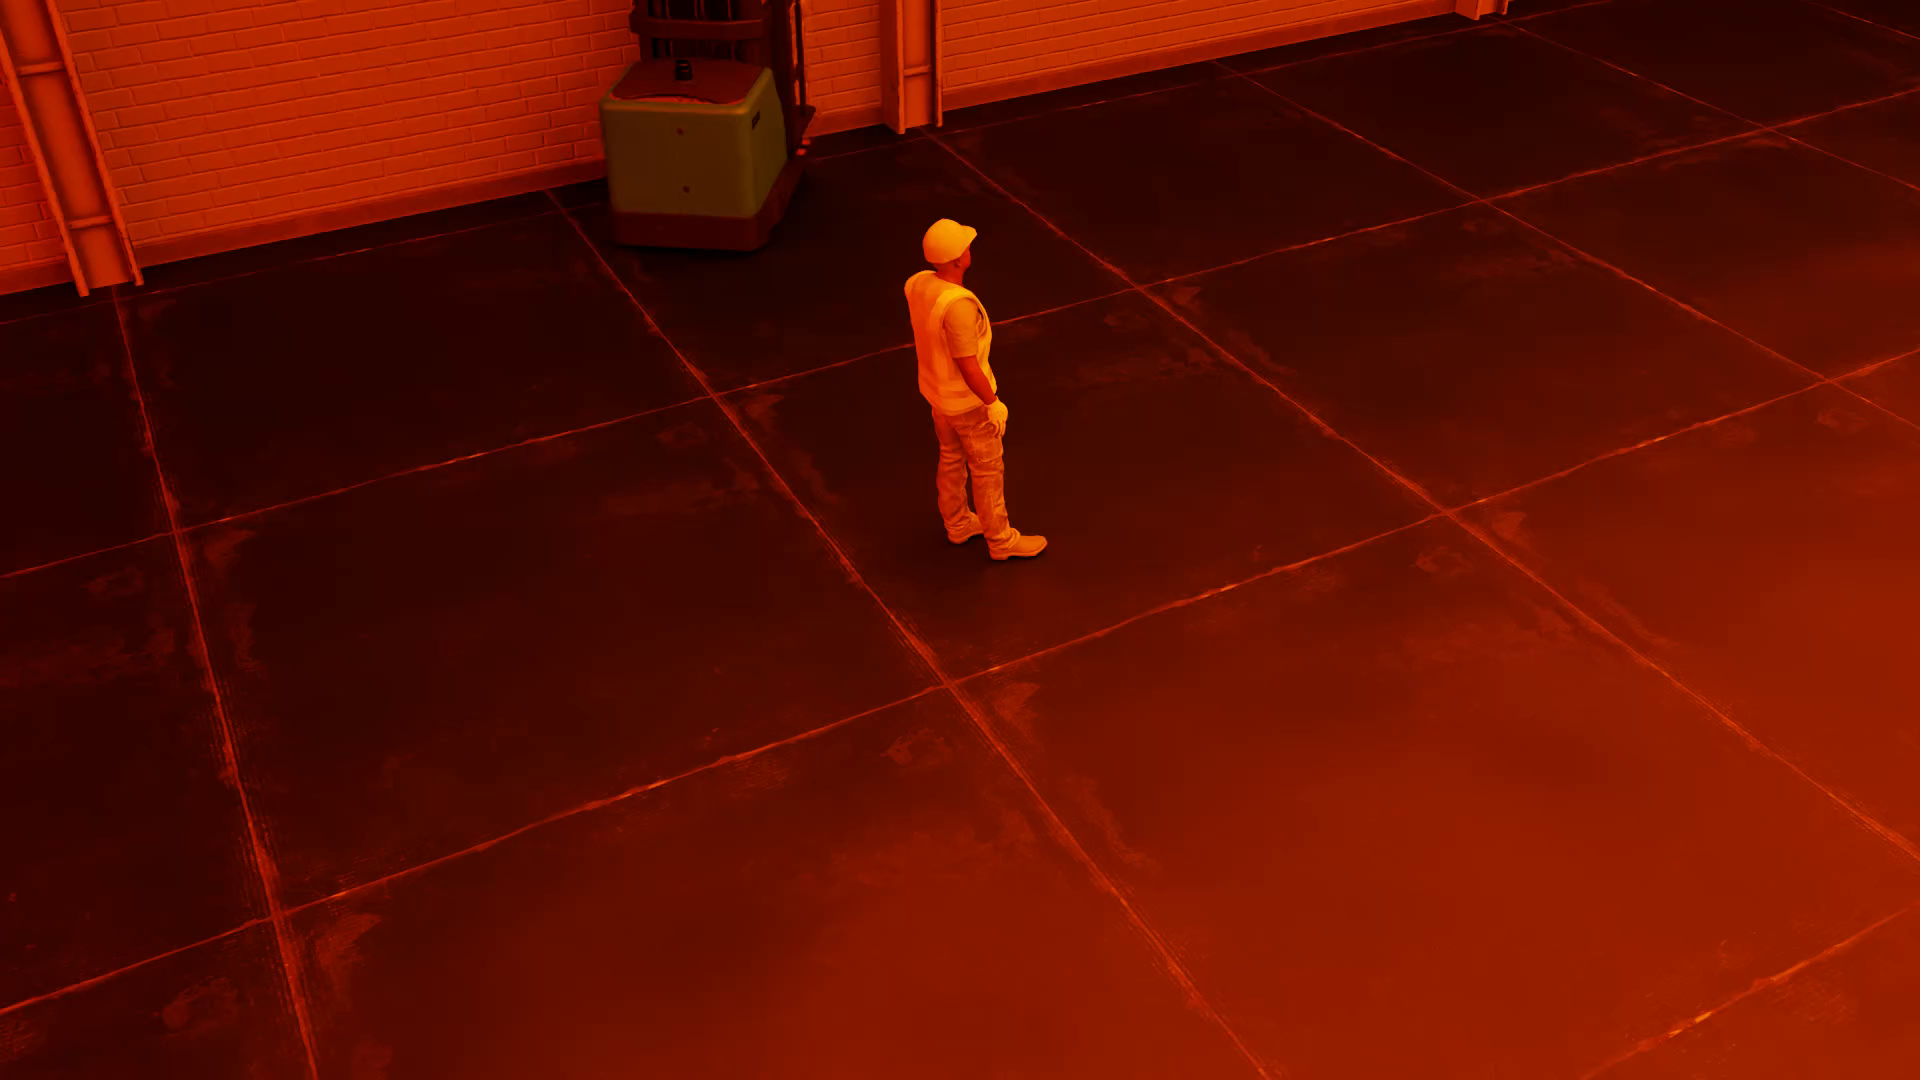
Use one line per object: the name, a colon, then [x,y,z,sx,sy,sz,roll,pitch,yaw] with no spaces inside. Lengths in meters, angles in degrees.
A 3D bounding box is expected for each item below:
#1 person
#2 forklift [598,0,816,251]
person: [0.068,-0.749,8.164,0.577,1.782,0.656,-17,39,-23]
forklift: [-1.704,-4.000,11.782,1.130,2.935,3.031,4,35,6]
